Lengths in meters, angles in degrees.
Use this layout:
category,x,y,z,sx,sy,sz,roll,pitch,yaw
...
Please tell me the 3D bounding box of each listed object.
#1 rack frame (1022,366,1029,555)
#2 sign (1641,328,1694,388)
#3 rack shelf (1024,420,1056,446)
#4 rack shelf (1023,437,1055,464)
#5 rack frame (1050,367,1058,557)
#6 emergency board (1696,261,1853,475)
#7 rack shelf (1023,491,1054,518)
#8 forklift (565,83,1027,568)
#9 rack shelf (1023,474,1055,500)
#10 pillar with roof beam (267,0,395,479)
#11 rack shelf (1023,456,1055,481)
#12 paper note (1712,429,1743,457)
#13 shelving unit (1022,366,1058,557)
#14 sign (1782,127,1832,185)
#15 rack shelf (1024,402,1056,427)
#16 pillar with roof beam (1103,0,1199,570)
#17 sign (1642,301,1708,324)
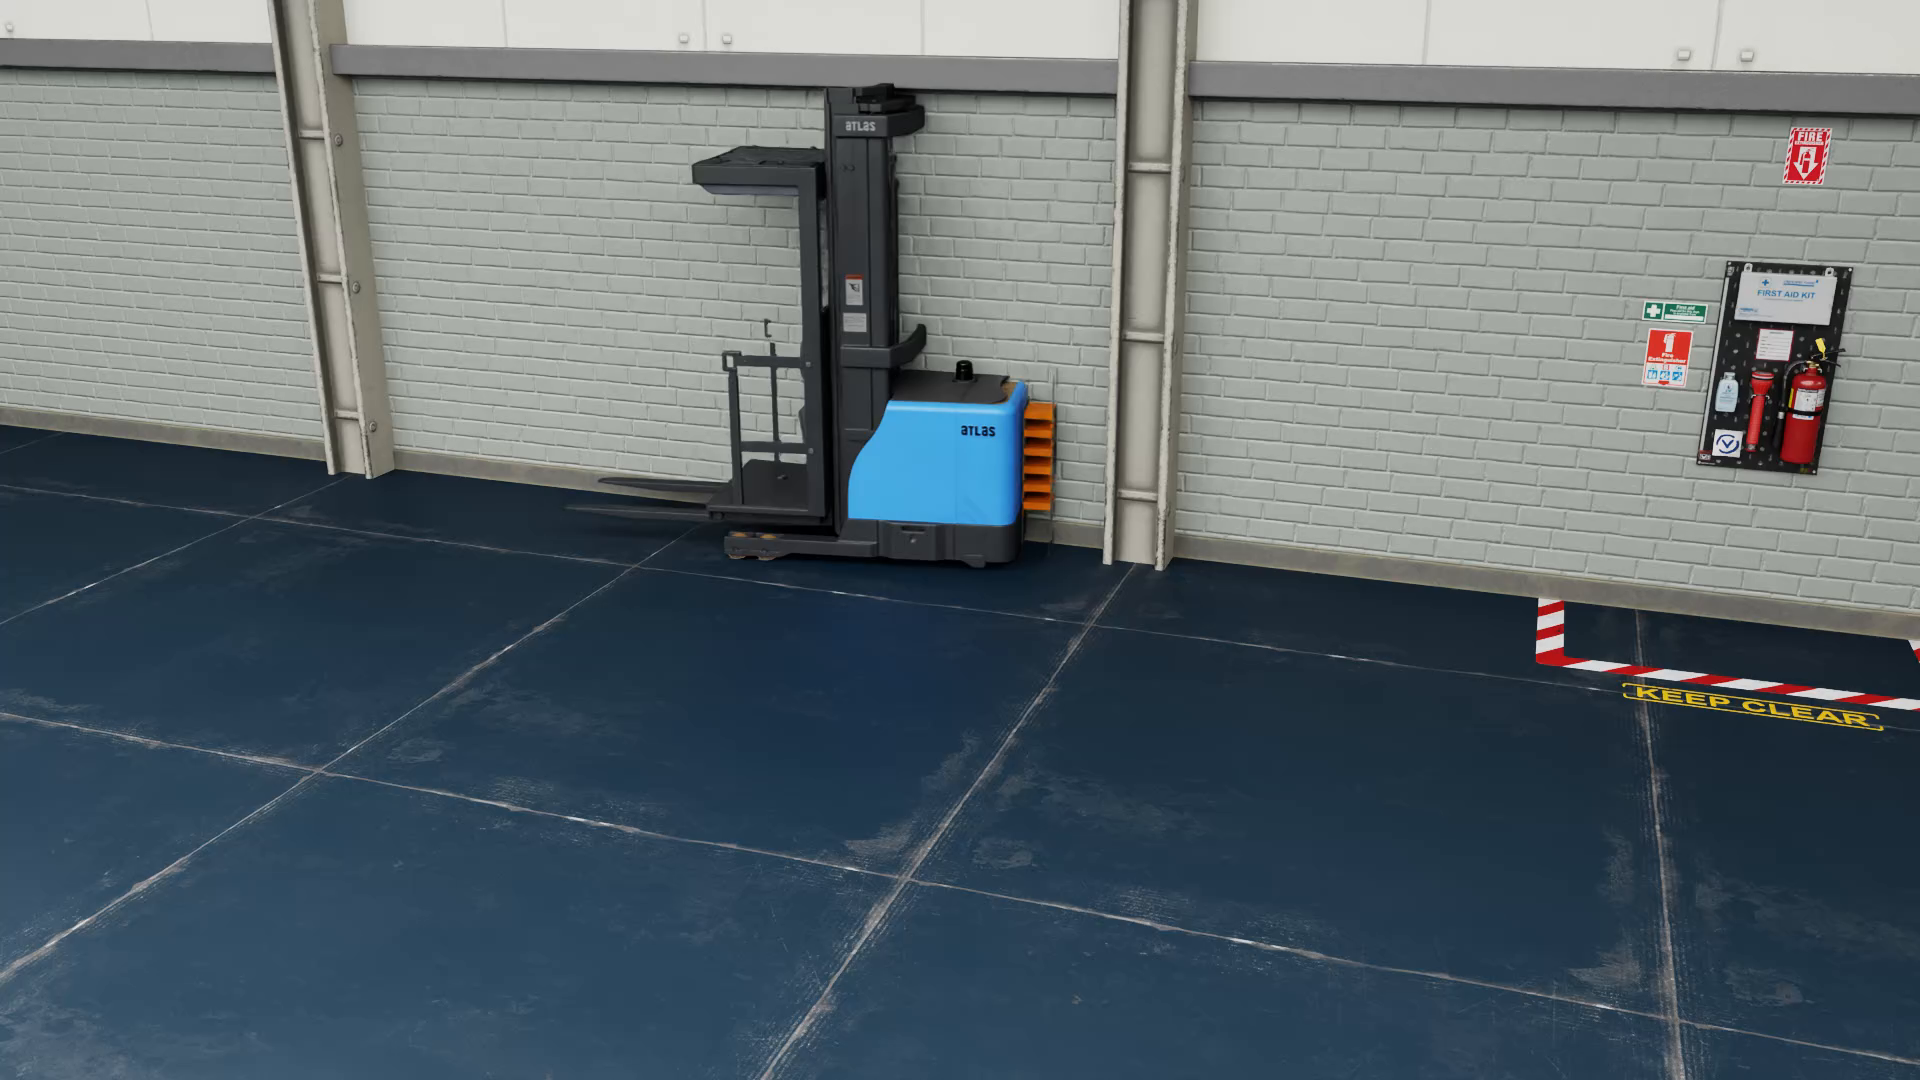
category,x,y,z,sx,sy,sz,roll,pitch,yaw
rack frame,0.421,-0.507,10.706,0.006,1.200,0.240,3,19,8
sign,4.008,-1.031,9.424,0.234,0.329,0.001,7,20,18
rack shelf,0.512,-0.687,10.629,0.180,0.103,0.258,3,19,8
rack shelf,0.512,-0.574,10.668,0.180,0.103,0.258,3,19,8
rack frame,0.602,-0.497,10.679,0.006,1.200,0.240,3,19,8
emergency board,4.497,-0.923,9.166,0.643,1.169,0.194,7,20,18
rack shelf,0.511,-0.233,10.786,0.180,0.103,0.258,3,19,8
forklift,-1.074,-1.417,10.689,3.031,2.935,1.130,3,19,9
rack shelf,0.511,-0.347,10.747,0.180,0.103,0.258,3,19,8
pillar with roof beam,-5.930,-3.435,7.258,0.400,9.000,9.100,7,20,18
rack shelf,0.512,-0.460,10.707,0.180,0.103,0.258,3,19,8
paper note,4.352,-0.547,9.428,0.142,0.148,0.016,7,20,18
shelving unit,0.512,-0.502,10.693,0.189,1.200,0.258,3,19,8
sign,4.522,-2.049,8.876,0.199,0.298,0.001,7,20,18
rack shelf,0.512,-0.800,10.589,0.180,0.103,0.258,3,19,8
pillar with roof beam,-0.262,-2.786,5.399,0.400,9.000,9.100,7,20,18
sign,4.010,-1.278,9.327,0.331,0.109,0.001,7,20,18
